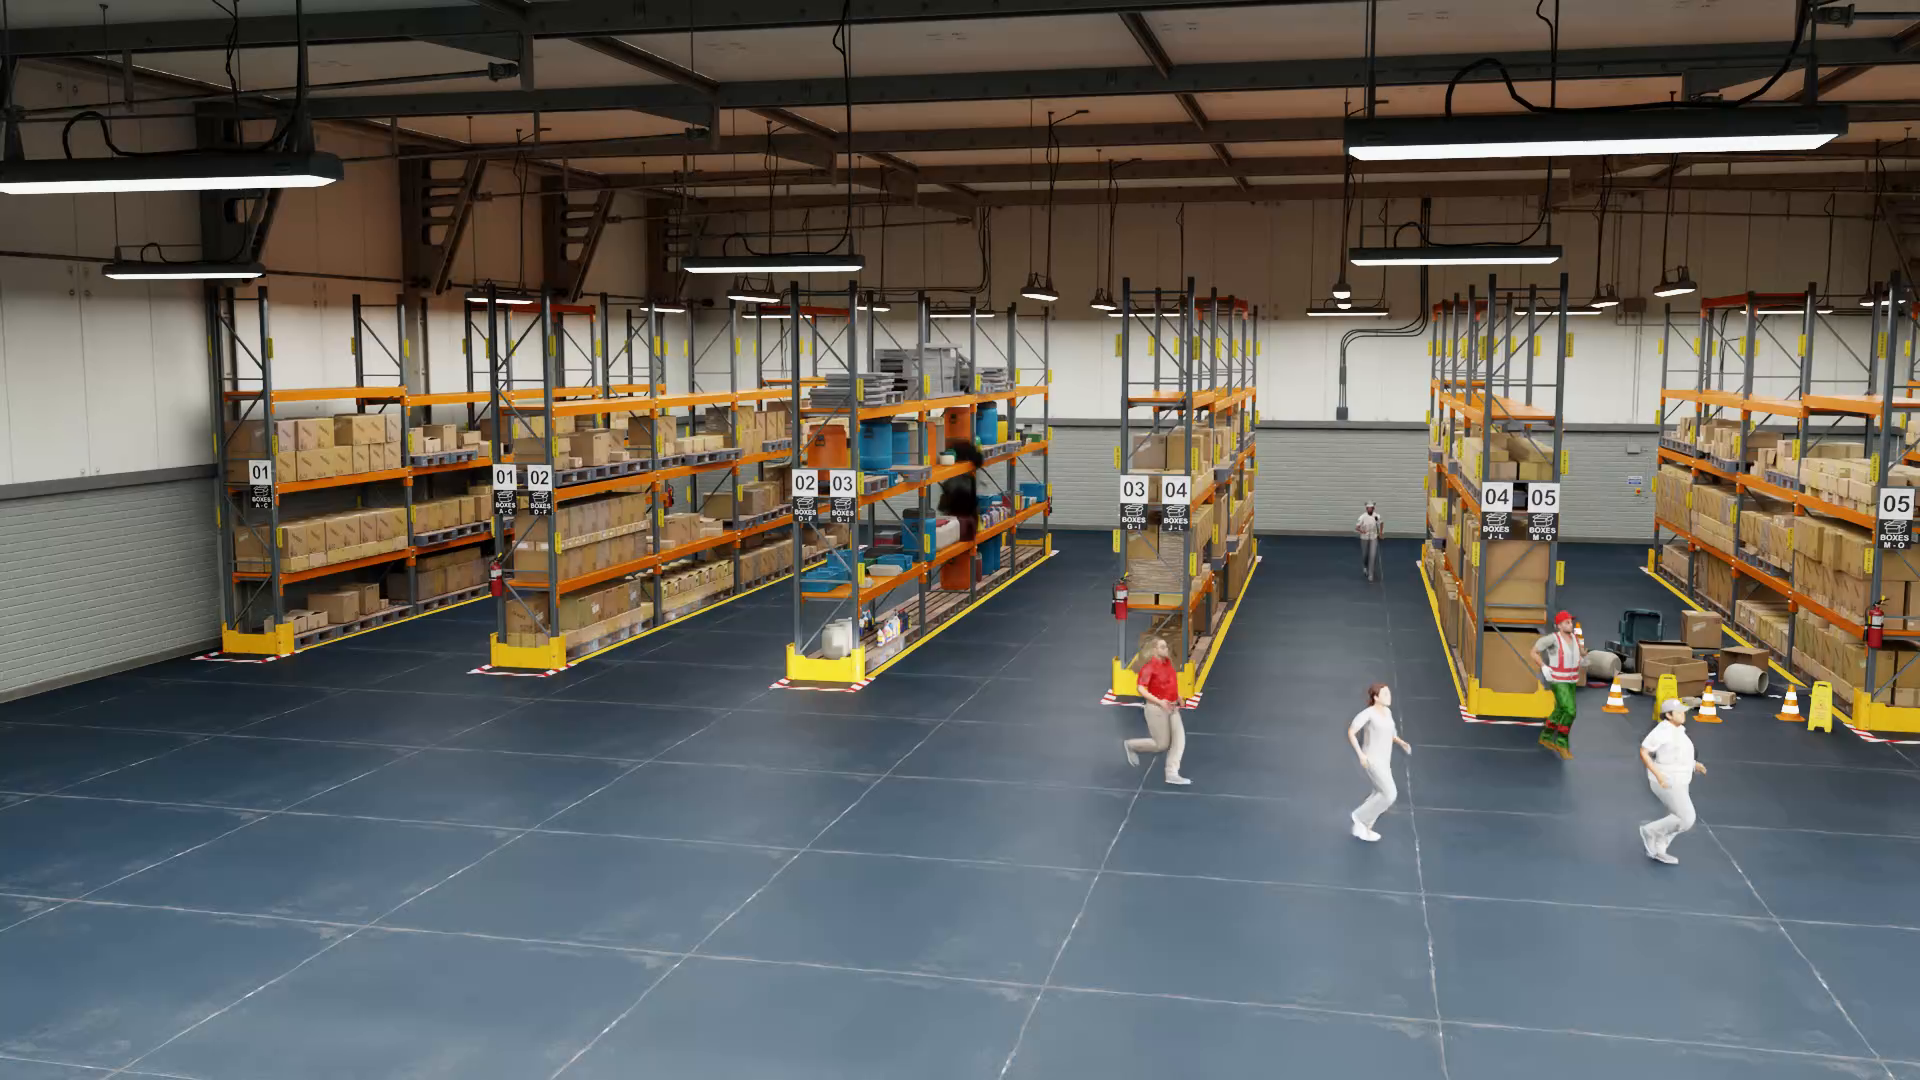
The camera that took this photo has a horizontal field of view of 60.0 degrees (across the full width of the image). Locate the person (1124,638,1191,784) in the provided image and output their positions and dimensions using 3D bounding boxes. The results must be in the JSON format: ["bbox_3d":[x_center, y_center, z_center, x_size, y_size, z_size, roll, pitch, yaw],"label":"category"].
[{"bbox_3d":[2.334,1.970,19.253,0.835,1.685,0.677,6,9,42],"label":"person"}]

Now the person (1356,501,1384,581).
[{"bbox_3d":[8.904,-0.007,36.220,0.569,1.699,0.934,1,7,12],"label":"person"}]

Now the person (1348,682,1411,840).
[{"bbox_3d":[4.268,2.253,16.883,0.569,1.637,0.573,6,9,41],"label":"person"}]

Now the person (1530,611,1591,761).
[{"bbox_3d":[7.418,1.782,20.458,0.629,1.828,0.701,-4,7,-29],"label":"person"}]

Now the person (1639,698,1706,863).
[{"bbox_3d":[6.944,2.350,16.148,0.538,1.625,0.600,6,9,43],"label":"person"}]
